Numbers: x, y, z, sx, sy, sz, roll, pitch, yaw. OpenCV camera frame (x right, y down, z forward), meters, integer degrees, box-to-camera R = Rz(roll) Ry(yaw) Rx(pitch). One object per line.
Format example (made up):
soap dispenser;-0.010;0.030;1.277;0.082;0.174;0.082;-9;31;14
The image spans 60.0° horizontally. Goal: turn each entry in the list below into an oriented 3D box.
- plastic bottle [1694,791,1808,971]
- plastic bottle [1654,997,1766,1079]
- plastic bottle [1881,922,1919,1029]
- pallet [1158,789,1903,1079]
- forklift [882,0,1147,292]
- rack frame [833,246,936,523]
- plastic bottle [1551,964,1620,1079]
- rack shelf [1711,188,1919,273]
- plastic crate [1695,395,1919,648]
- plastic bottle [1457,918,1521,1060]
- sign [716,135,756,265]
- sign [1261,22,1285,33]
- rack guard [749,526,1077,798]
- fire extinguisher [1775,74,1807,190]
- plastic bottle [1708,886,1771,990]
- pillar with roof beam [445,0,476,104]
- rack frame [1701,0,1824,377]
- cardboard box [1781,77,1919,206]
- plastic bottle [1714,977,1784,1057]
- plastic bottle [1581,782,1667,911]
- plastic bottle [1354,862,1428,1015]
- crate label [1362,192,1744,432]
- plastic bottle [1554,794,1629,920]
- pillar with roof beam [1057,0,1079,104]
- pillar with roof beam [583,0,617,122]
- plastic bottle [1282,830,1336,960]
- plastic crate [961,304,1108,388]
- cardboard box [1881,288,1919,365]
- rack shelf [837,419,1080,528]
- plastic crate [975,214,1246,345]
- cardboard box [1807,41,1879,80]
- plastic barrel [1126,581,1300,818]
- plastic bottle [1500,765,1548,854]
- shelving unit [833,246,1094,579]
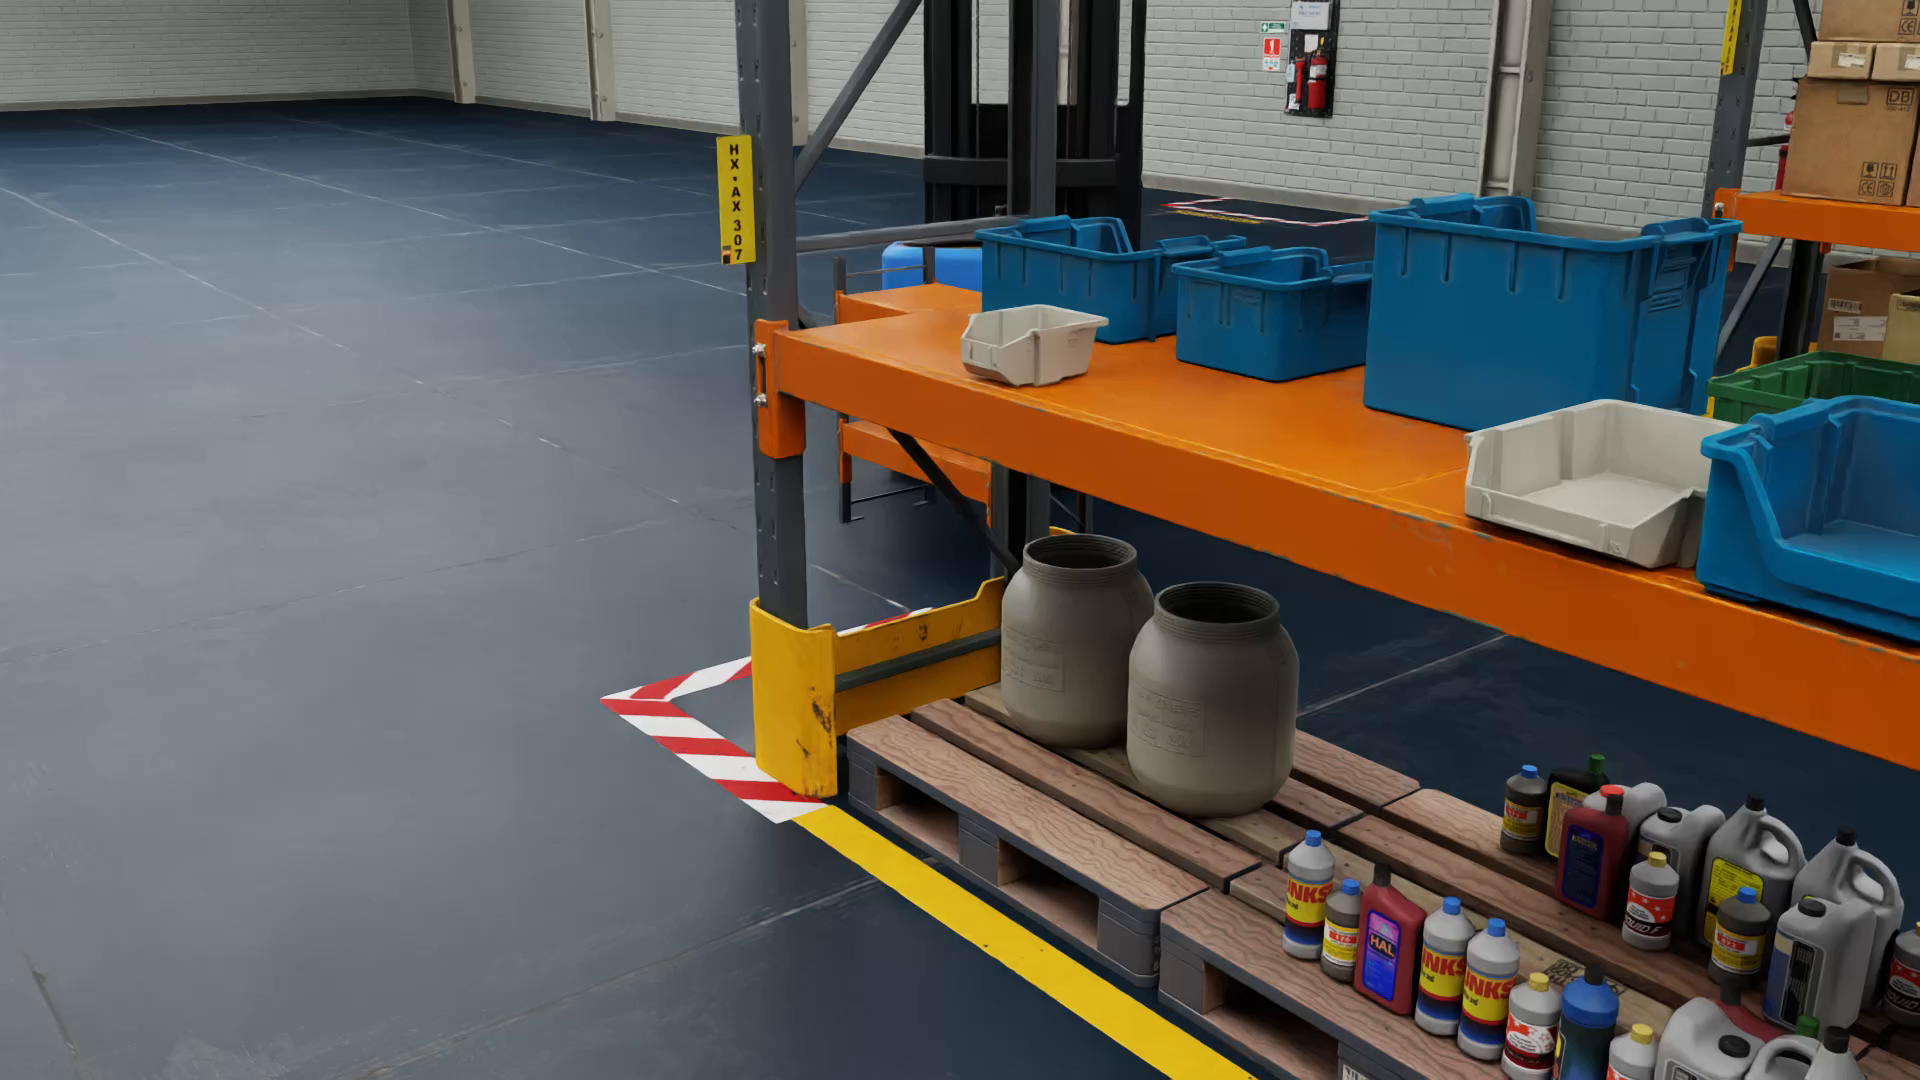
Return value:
plastic bottle;1.666;0.702;3.485;0.144;0.351;0.185;-13;22;-34
plastic bottle;1.295;0.944;2.872;0.152;0.276;0.135;-13;23;-35
plastic bottle;1.888;0.849;3.279;0.097;0.201;0.097;0;18;0
pallet;1.192;0.979;3.569;1.003;0.211;1.213;-14;23;-36
forklift;0.409;-2.094;8.523;1.130;2.935;3.031;3;19;10
rack frame;-0.311;-0.658;7.059;0.500;1.125;0.032;-14;23;-36
plastic bottle;1.137;0.897;3.021;0.097;0.271;0.097;0;18;0
rack shelf;4.982;-0.987;6.216;1.077;0.370;4.000;-14;23;-36
plastic crate;1.438;-0.019;2.385;0.499;0.251;0.616;-14;23;-36
plastic bottle;1.011;0.848;3.172;0.097;0.271;0.097;0;18;0
sign;-0.579;-0.881;4.310;0.100;0.325;0.005;-14;23;-36
sign;3.237;-5.302;17.204;0.001;0.109;0.331;-14;23;-36
rack guard;-0.061;0.341;5.038;1.175;0.500;0.348;-14;23;-36
fire extinguisher;4.031;-1.904;7.965;0.296;0.674;0.183;-14;23;-36
plastic bottle;1.598;0.807;3.405;0.097;0.201;0.097;0;18;0
pillar with roof beam;-13.268;-12.185;29.347;9.100;9.000;0.400;-14;23;-36
rack frame;3.740;-1.821;7.591;1.000;3.000;0.127;-14;23;-36
cardboard box;4.020;-1.751;7.220;0.700;0.500;0.500;-14;23;-36
plastic bottle;1.378;0.920;2.934;0.061;0.283;0.133;-14;23;-36
plastic bottle;1.474;0.663;3.721;0.152;0.276;0.135;-14;23;-36
plastic bottle;0.862;0.792;3.320;0.061;0.283;0.133;-14;23;-35
crate label;1.209;-0.472;3.458;0.502;0.435;0.616;-14;23;-36
plastic bottle;1.391;0.680;3.657;0.061;0.283;0.133;-14;23;-36
pillar with roof beam;-2.092;-7.750;15.952;9.100;9.000;0.400;-14;23;-36
pillar with roof beam;-9.543;-10.707;24.882;9.100;9.000;0.400;-14;23;-36
plastic bottle;0.736;0.738;3.501;0.097;0.271;0.097;0;18;0
plastic crate;0.158;-0.447;3.860;0.298;0.136;0.250;-14;23;-36
cardboard box;4.210;-0.773;6.938;0.500;0.500;0.500;-14;23;-36
rack shelf;0.004;-0.300;6.758;0.538;0.278;1.000;-14;23;-36
plastic crate;0.400;-0.720;4.502;0.499;0.251;0.616;-14;23;-36
cardboard box;3.815;-2.038;7.054;0.380;0.149;0.250;-14;23;-36
plastic barrel;0.634;0.397;4.182;0.421;0.512;0.421;0;18;0
plastic bottle;1.339;0.631;3.937;0.097;0.201;0.097;0;18;0
shelving unit;0.004;-0.532;6.681;0.538;1.125;1.048;-14;23;-36
